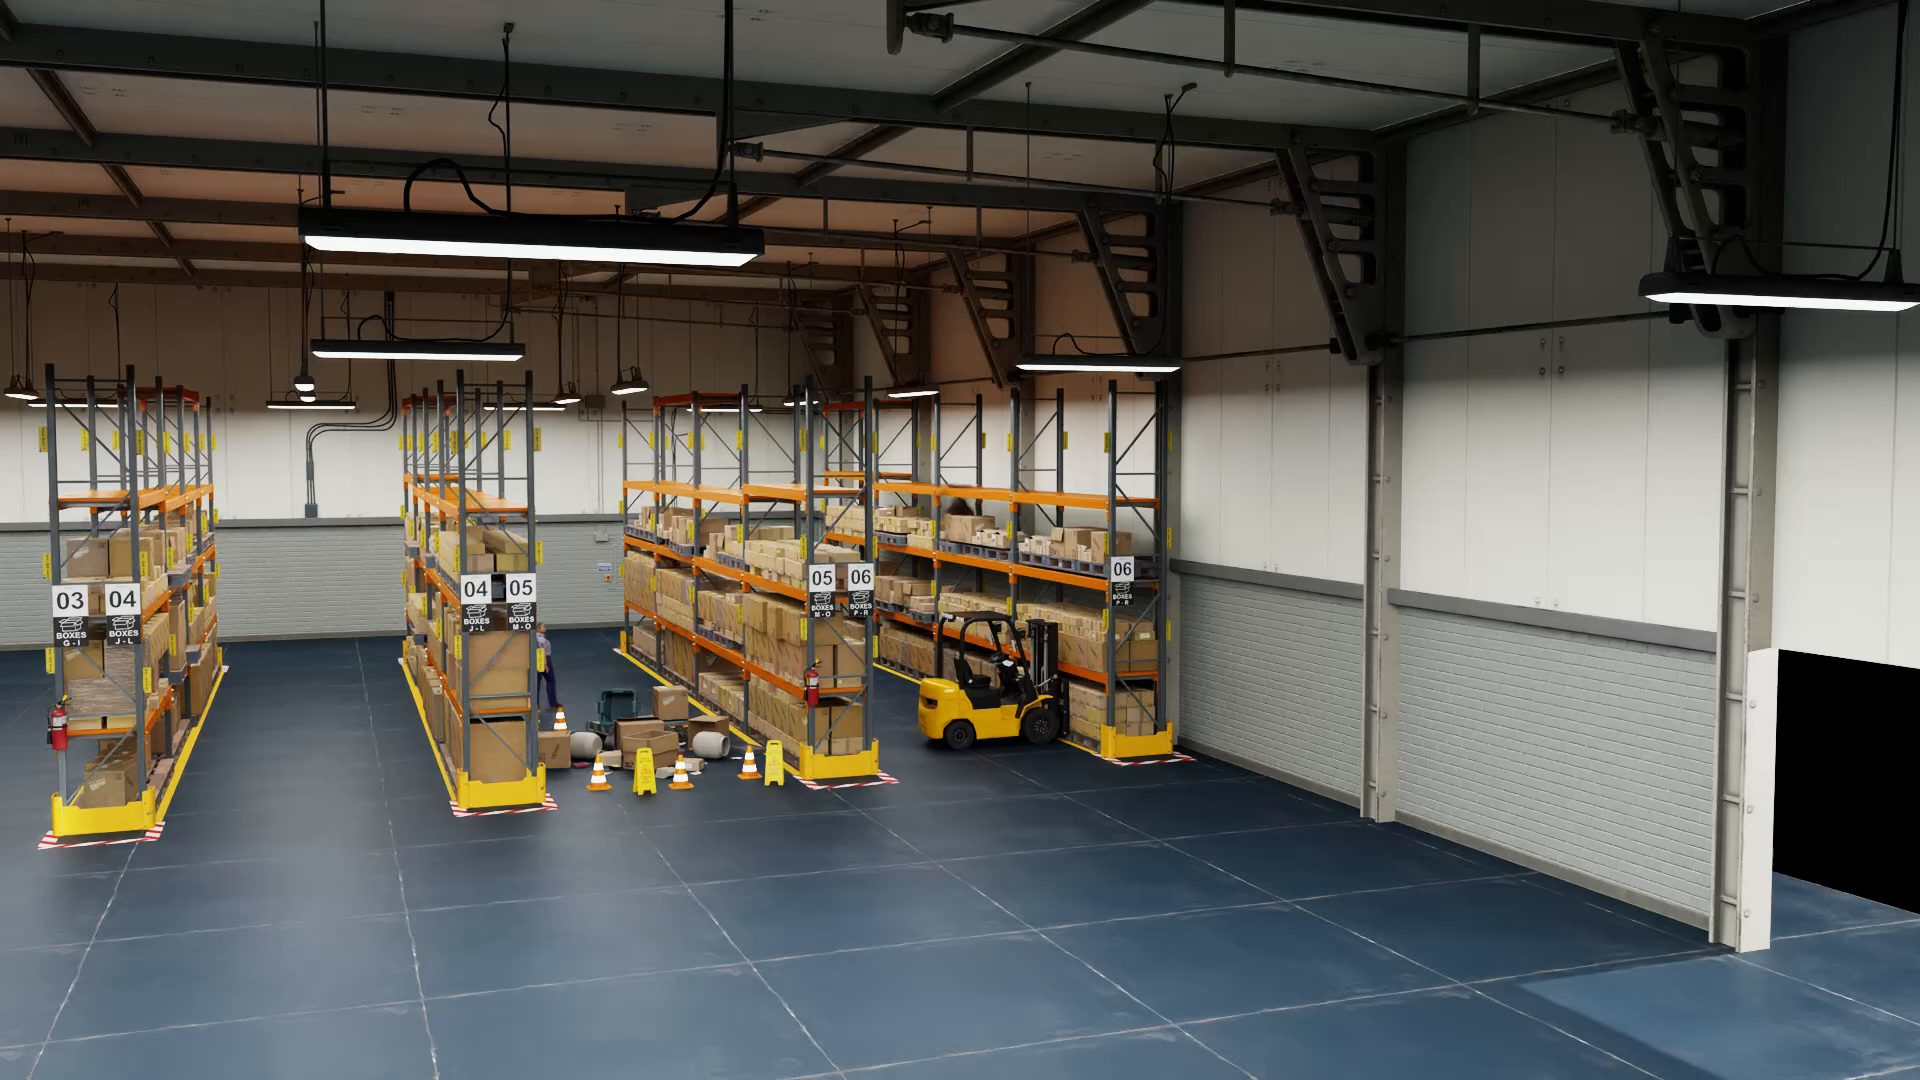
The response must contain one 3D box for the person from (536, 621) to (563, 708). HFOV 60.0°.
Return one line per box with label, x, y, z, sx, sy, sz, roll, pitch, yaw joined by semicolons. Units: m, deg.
person;-7.873;2.349;31.415;0.507;1.643;0.585;2;4;25
